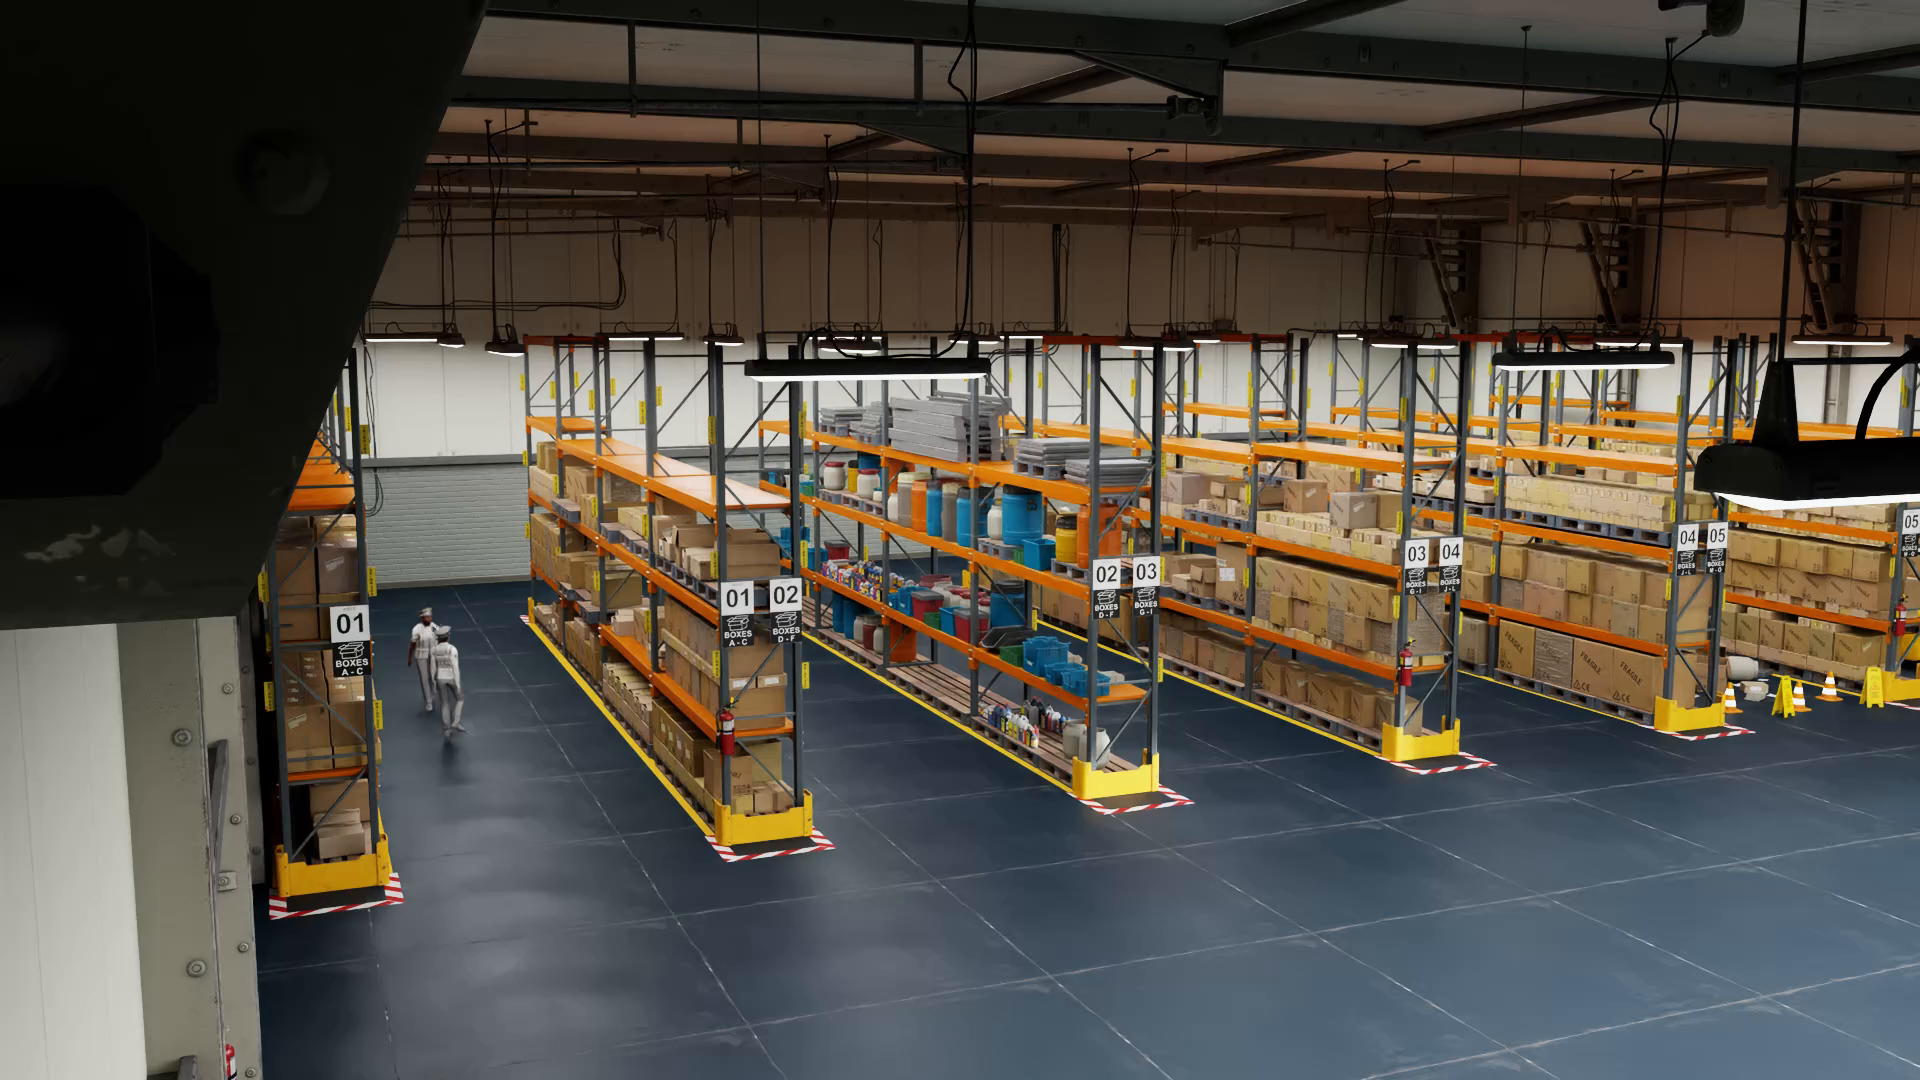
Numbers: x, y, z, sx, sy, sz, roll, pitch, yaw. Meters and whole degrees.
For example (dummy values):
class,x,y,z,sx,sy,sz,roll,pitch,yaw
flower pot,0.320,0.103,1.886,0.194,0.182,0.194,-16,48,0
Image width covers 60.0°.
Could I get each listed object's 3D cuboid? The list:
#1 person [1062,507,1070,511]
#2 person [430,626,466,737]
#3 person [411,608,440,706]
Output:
class,x,y,z,sx,sy,sz,roll,pitch,yaw
person,2.599,0.041,40.799,0.643,1.704,1.069,-3,8,-20
person,-7.770,2.143,25.217,0.501,1.662,0.464,-1,8,-7
person,-8.727,1.869,27.205,0.466,1.580,0.883,-5,9,-31
